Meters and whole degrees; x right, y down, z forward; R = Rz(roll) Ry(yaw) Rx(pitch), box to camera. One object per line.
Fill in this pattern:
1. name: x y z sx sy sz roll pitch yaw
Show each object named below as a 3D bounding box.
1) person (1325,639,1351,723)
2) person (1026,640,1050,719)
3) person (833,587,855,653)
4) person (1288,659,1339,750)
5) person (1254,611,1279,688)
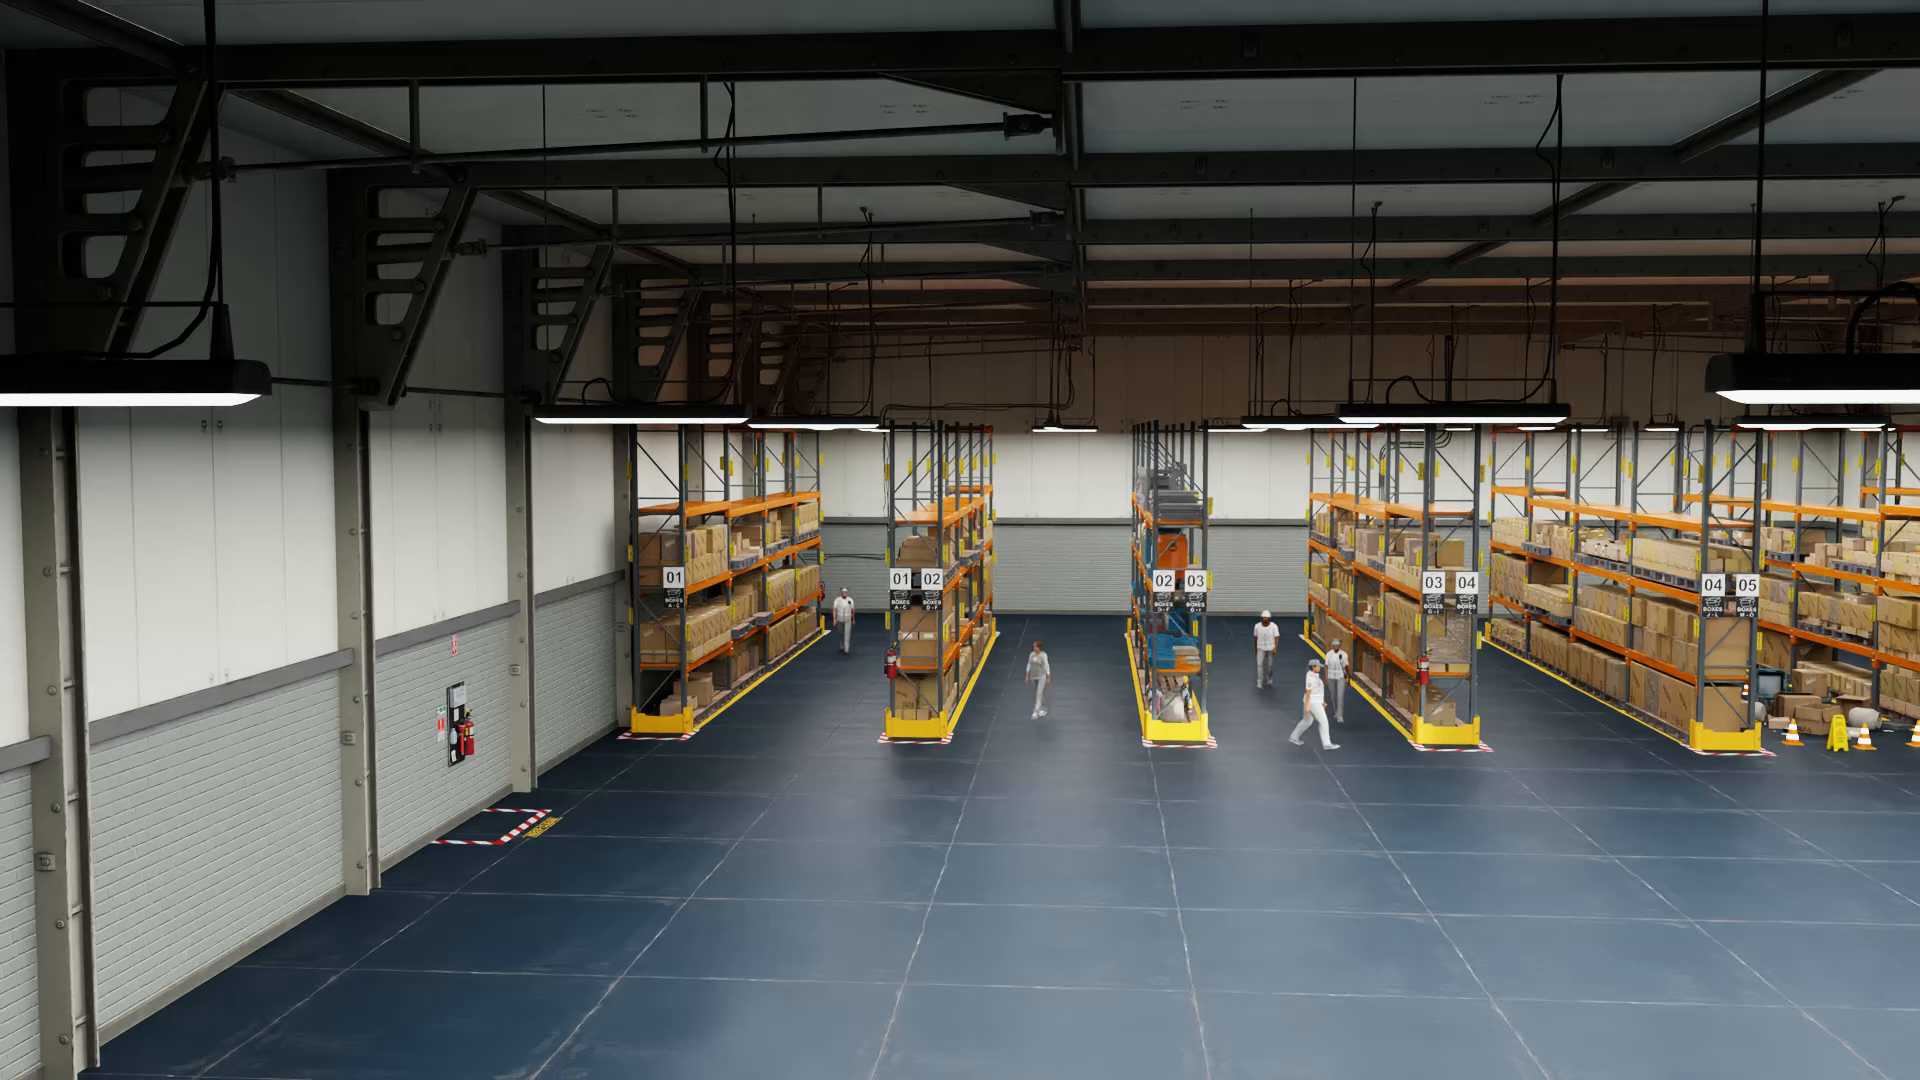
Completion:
1. person: 7.532 2.778 33.209 0.513 1.641 0.883 2 4 31
2. person: 1.534 2.802 33.456 0.448 1.561 0.890 2 4 35
3. person: -3.065 2.085 43.738 0.560 1.715 1.099 0 4 1
4. person: 6.479 2.990 30.412 0.879 1.632 0.511 1 4 8
5. person: 6.918 2.457 37.624 0.582 1.705 1.003 1 4 17
